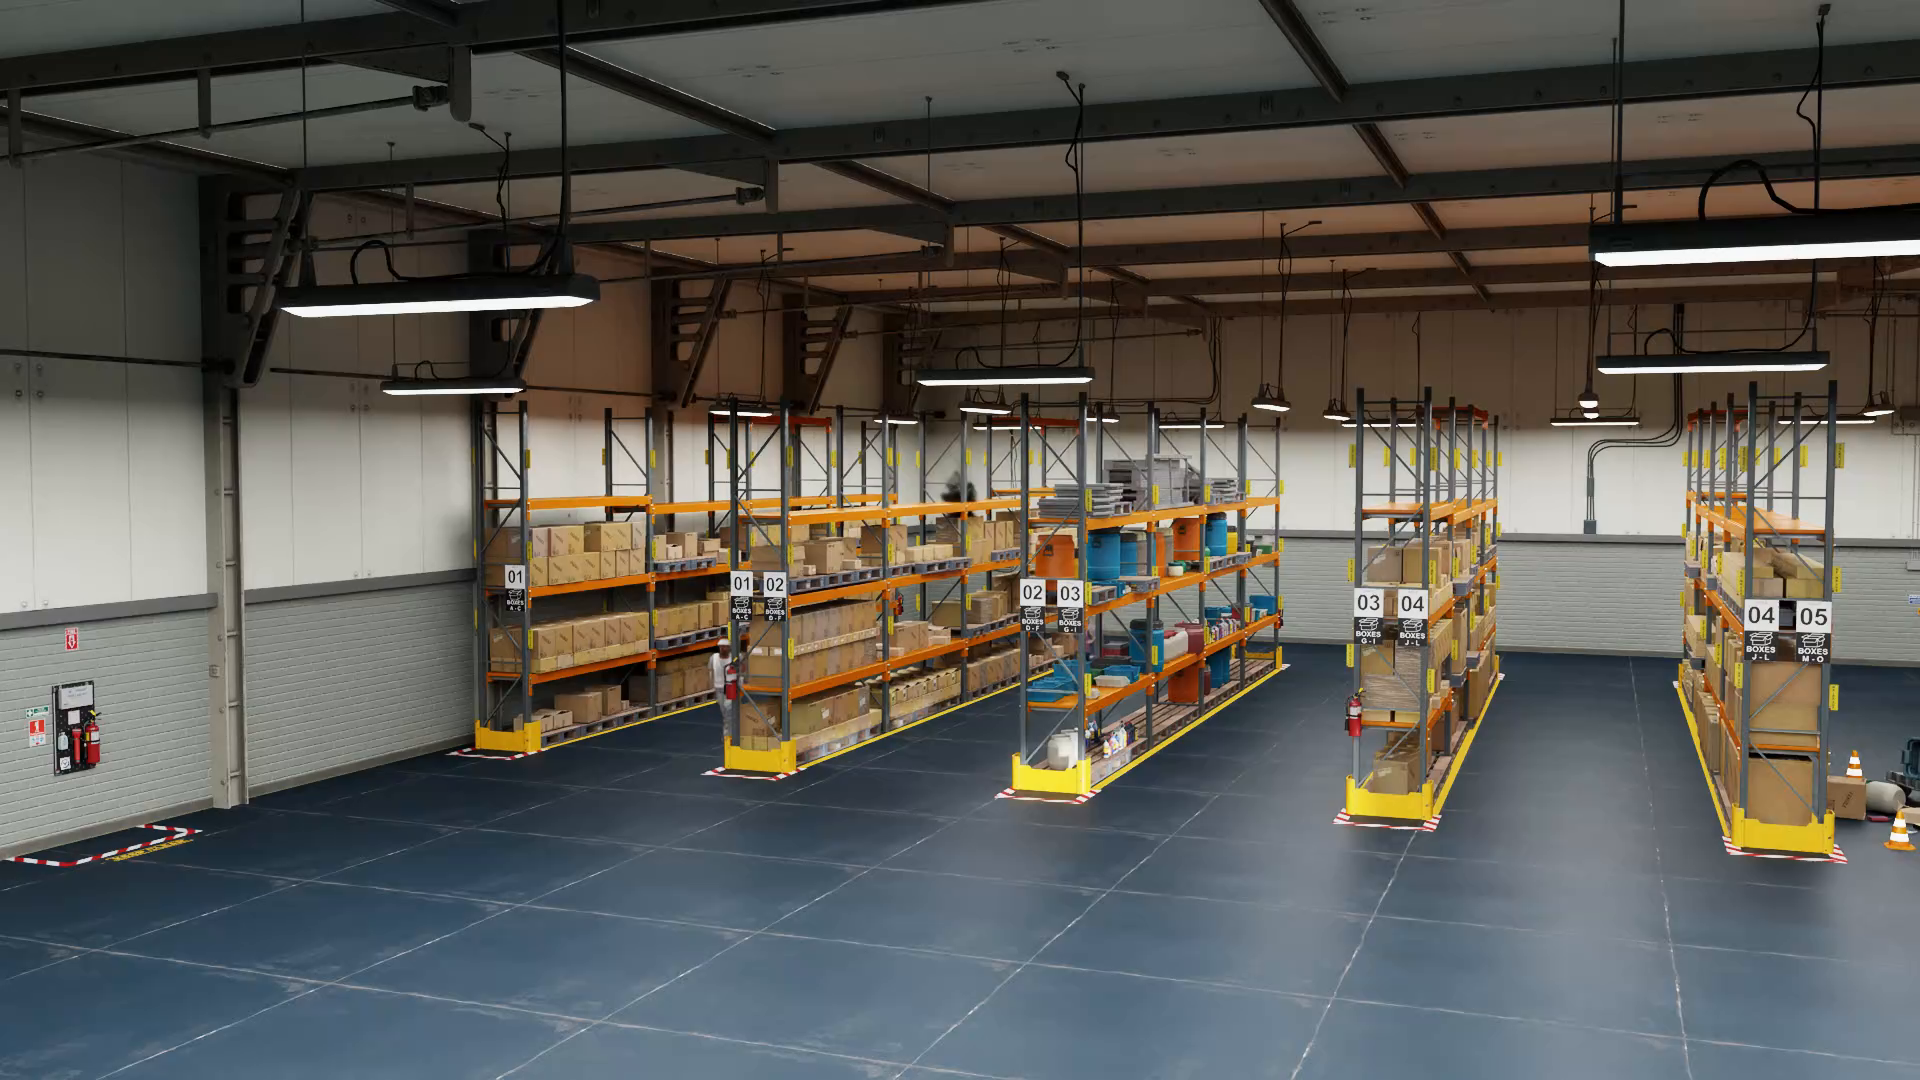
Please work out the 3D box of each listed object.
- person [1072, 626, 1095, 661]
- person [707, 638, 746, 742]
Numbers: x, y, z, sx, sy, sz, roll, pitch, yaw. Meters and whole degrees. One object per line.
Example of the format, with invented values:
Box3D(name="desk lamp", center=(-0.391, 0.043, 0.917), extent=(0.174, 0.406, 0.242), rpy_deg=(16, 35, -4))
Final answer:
Box3D(name="person", center=(2.690, 2.455, 36.117), extent=(0.569, 1.638, 0.696), rpy_deg=(1, 3, 22))
Box3D(name="person", center=(-4.205, 2.661, 29.753), extent=(0.614, 1.830, 0.868), rpy_deg=(1, 3, 16))
